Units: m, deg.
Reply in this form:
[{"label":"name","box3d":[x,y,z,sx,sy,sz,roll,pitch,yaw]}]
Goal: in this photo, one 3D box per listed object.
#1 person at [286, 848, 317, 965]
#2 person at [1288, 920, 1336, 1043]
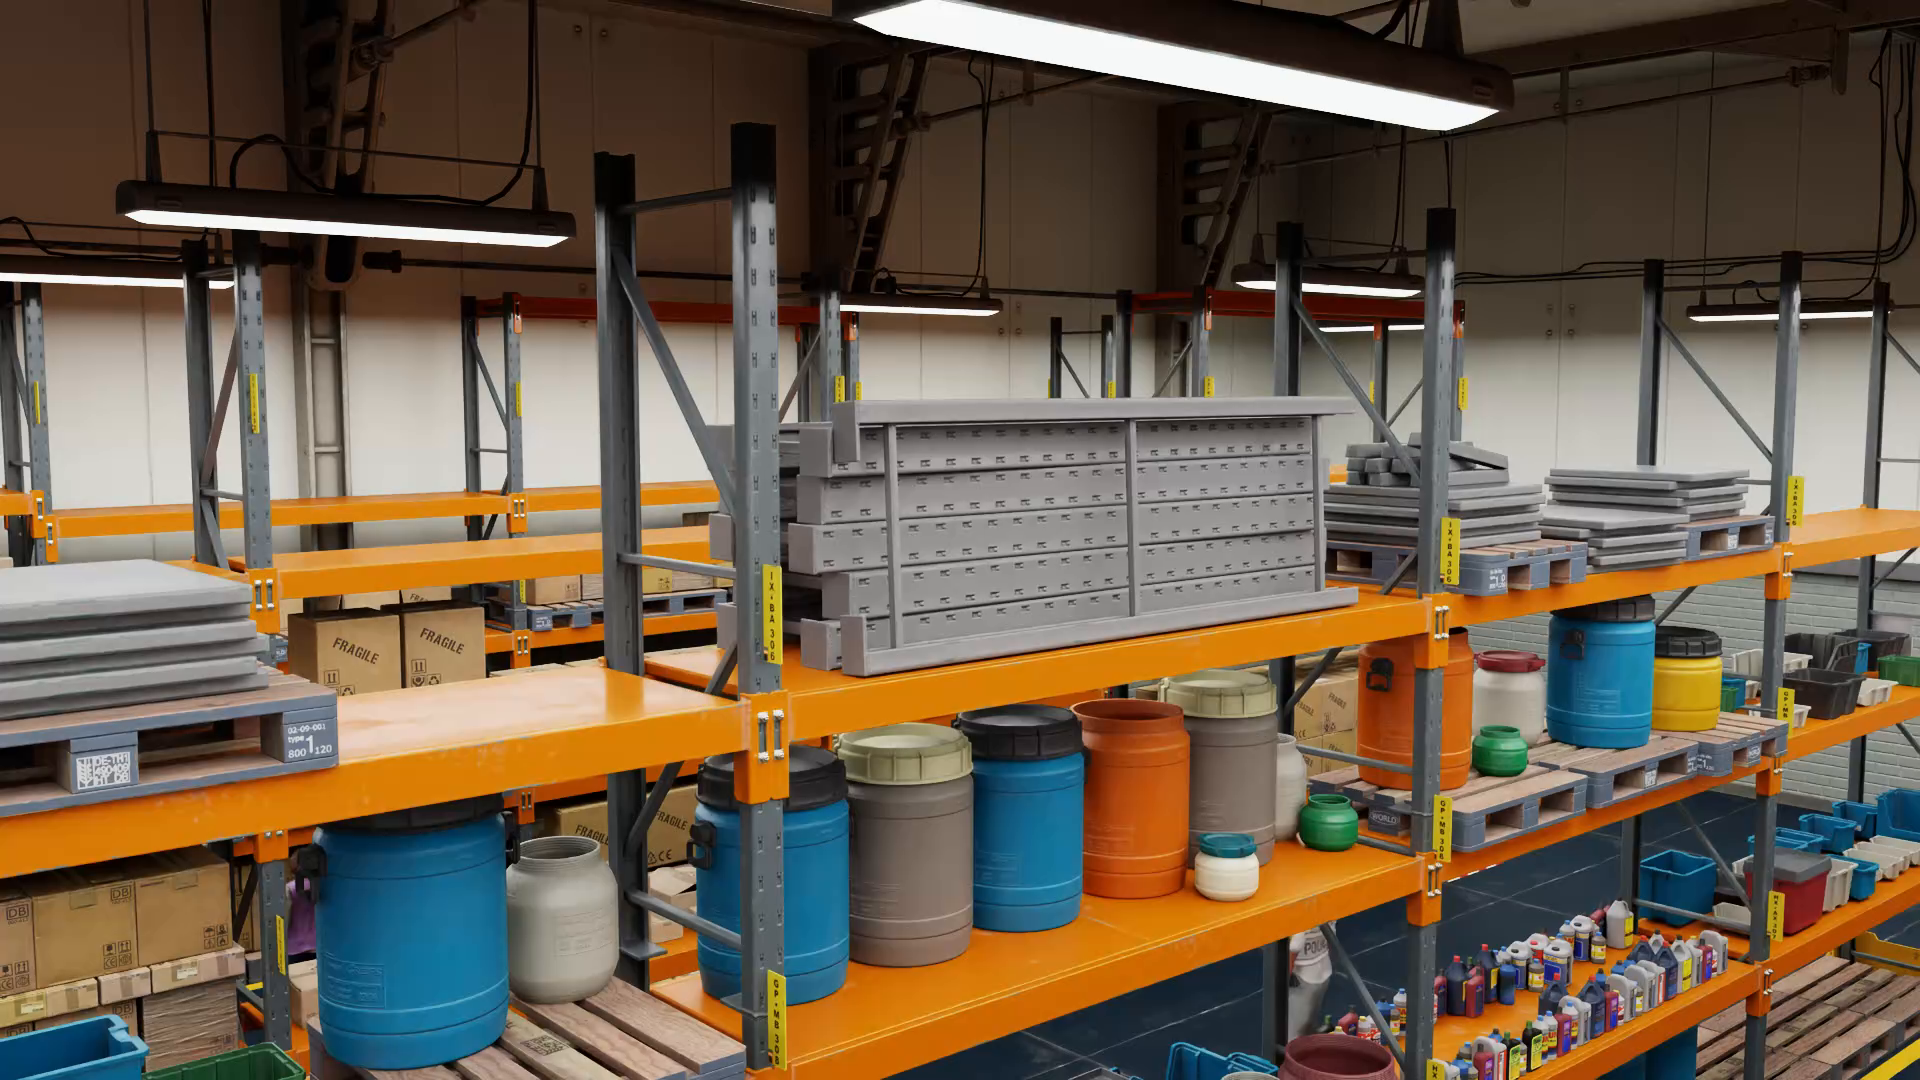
[{"label":"person","box3d":[-5.100,3.173,12.736,0.335,1.628,0.499,4,6,33]},{"label":"person","box3d":[2.444,3.161,11.969,0.475,1.754,0.599,3,6,29]}]
